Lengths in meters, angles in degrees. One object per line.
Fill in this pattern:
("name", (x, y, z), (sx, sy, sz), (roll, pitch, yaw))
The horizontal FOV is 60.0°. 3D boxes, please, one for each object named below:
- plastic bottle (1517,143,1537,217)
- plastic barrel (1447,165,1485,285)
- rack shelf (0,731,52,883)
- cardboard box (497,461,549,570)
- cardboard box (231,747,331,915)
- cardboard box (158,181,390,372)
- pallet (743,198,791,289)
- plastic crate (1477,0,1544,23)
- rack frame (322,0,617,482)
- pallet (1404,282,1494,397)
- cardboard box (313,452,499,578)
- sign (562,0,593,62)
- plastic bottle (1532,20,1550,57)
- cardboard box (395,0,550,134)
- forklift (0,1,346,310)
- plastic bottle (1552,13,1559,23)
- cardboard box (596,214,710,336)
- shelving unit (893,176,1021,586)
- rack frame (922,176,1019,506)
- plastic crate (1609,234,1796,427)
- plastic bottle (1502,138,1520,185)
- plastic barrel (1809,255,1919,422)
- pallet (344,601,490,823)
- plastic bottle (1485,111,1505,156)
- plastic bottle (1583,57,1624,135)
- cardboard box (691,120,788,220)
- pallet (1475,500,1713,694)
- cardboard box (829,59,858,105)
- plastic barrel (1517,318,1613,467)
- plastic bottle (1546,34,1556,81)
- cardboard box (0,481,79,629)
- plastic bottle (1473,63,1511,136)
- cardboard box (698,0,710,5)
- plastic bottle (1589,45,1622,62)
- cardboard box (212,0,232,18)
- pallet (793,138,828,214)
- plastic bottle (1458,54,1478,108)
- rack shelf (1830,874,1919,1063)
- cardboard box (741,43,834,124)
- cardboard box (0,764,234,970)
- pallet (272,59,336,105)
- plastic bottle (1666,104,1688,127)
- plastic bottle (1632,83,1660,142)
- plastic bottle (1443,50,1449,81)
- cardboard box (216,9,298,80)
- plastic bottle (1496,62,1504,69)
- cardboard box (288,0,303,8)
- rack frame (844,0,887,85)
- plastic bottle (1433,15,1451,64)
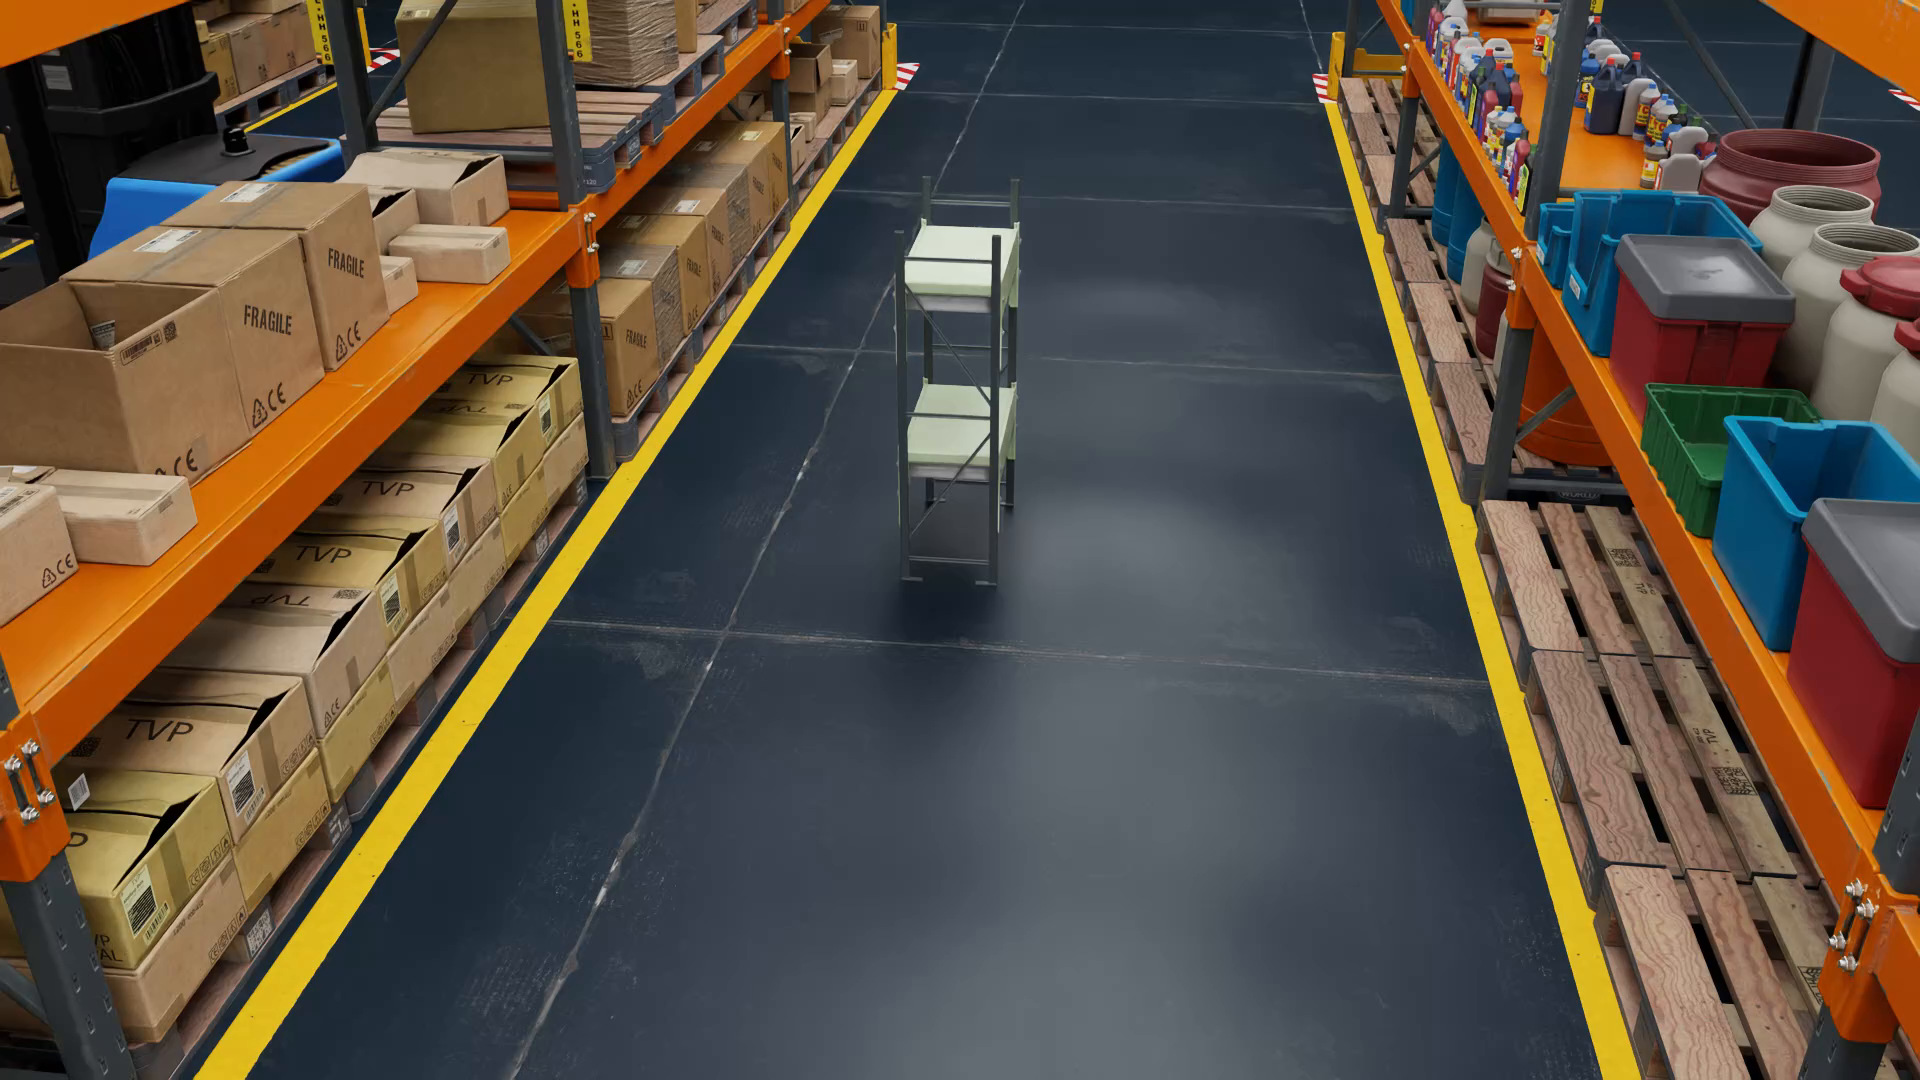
("plastic bottle", (2.418, -1.525, 7.041), (0.061, 0.283, 0.133), (3, 28, 6))
("plastic barrel", (3.111, -1.917, 9.414), (0.600, 0.901, 0.708), (3, 28, 6))
("rack shelf", (-2.859, 1.490, 2.079), (1.077, 0.370, 4.000), (3, 28, 6))
("cardboard box", (-2.006, -0.120, 6.767), (0.500, 0.250, 0.500), (3, 28, 6))
("cardboard box", (-2.255, 0.842, 4.981), (0.500, 0.250, 0.500), (4, 29, 7))
("cardboard box", (-2.313, -0.904, 5.660), (0.500, 0.500, 0.500), (2, 28, 3))
("pallet", (-1.696, -1.921, 10.593), (1.003, 0.211, 1.213), (3, 28, 6))
("plastic crate", (3.481, -3.365, 10.548), (0.396, 0.136, 0.243), (3, 28, 6))
("rack frame", (-2.124, -1.651, 7.151), (1.000, 3.000, 0.127), (3, 28, 6))
("pallet", (2.999, -1.080, 9.031), (1.003, 0.211, 1.213), (3, 28, 6))
("cardboard box", (-2.066, -0.129, 6.191), (0.500, 0.311, 0.500), (3, 28, 6))
("sign", (-1.573, -2.130, 6.820), (0.100, 0.325, 0.005), (3, 28, 6))
("plastic bottle", (3.428, -2.951, 9.774), (0.097, 0.201, 0.097), (0, 28, 0))
("cardboard box", (-2.159, -2.182, 7.590), (0.700, 0.500, 0.500), (-6, 29, -11))
("forklift", (-4.848, -2.467, 8.740), (3.031, 2.935, 1.130), (7, 29, 13))
("plastic bottle", (3.554, -2.985, 9.759), (0.152, 0.276, 0.135), (3, 28, 6))
("cardboard box", (-1.660, -1.424, 8.902), (0.500, 0.500, 0.500), (3, 28, 6))
("shelving unit", (-0.001, -0.657, 6.888), (0.431, 1.500, 0.755), (3, 28, 6))
("rack frame", (0.044, -0.829, 7.208), (0.400, 1.500, 0.023), (3, 28, 6))
("plastic crate", (2.290, -0.646, 5.219), (0.402, 0.464, 0.583), (3, 28, 6))
("plastic bottle", (2.490, -1.696, 7.446), (0.097, 0.201, 0.097), (0, 28, 0))
("plastic barrel", (2.779, -0.525, 4.918), (0.433, 0.535, 0.433), (0, 28, 0))
("pallet", (-2.416, 0.535, 6.034), (1.003, 0.211, 1.213), (3, 28, 6))
("plastic bottle", (2.550, -1.926, 7.871), (0.097, 0.201, 0.097), (0, 28, 0))
("plastic bottle", (3.191, -2.197, 8.218), (0.144, 0.351, 0.185), (3, 28, 6))
("cardboard box", (-1.410, -2.378, 10.673), (0.500, 0.500, 0.500), (3, 28, 6))
("pallet", (2.658, 0.229, 6.602), (1.003, 0.211, 1.213), (3, 28, 6))
("cardboard box", (-1.112, -3.684, 13.360), (0.500, 0.250, 0.500), (3, 28, 6))
("plastic barrel", (2.835, -0.822, 7.458), (0.600, 0.830, 0.708), (3, 28, 6))
("plastic bottle", (3.328, -2.692, 9.136), (0.144, 0.351, 0.185), (3, 28, 6))
("cardboard box", (-2.597, 0.064, 4.127), (0.500, 0.250, 0.500), (5, 29, 9))
("plastic bottle", (2.619, -2.165, 8.158), (0.144, 0.351, 0.185), (3, 28, 6))
("cardboard box", (-1.914, -3.552, 10.133), (0.700, 0.500, 0.500), (-6, 29, -11))
("plastic bottle", (3.431, -2.512, 8.881), (0.152, 0.276, 0.135), (3, 28, 6))
("cardboard box", (-6.323, -4.451, 13.859), (0.380, 0.149, 0.250), (4, 29, 7))
("pallet", (-1.549, -2.629, 11.907), (1.003, 0.211, 1.213), (3, 28, 6))
("plastic bottle", (2.664, -2.393, 8.666), (0.097, 0.271, 0.097), (0, 28, 0))
("rack shelf", (2.056, 1.780, 1.542), (1.077, 0.370, 4.000), (3, 28, 6))
("cardboard box", (-1.409, -3.513, 12.776), (0.797, 0.503, 0.637), (3, 28, 6))
("cardboard box", (-2.316, 0.831, 4.410), (0.500, 0.311, 0.500), (3, 29, 6))
("pallet", (-6.081, -4.094, 14.626), (1.003, 0.211, 1.213), (3, 28, 6))
("plastic bottle", (3.312, -1.881, 7.702), (0.061, 0.283, 0.133), (3, 28, 6))
("plastic bottle", (3.348, -2.086, 8.095), (0.097, 0.271, 0.097), (0, 28, 0))
("plastic bottle", (2.737, -2.644, 9.204), (0.097, 0.201, 0.097), (0, 28, 0))
("cardboard box", (-6.108, -4.216, 14.106), (0.700, 0.500, 0.500), (3, 28, 6))
("plastic bottle", (2.831, -2.417, 8.783), (0.097, 0.201, 0.097), (0, 28, 0))
("cardboard box", (-5.882, -4.666, 14.257), (0.380, 0.149, 0.250), (3, 28, 6))
("rack frame", (-1.144, -5.416, 14.141), (1.000, 3.000, 0.127), (3, 28, 6))
("plastic bottle", (2.789, -2.875, 9.560), (0.097, 0.271, 0.097), (0, 28, 0))
